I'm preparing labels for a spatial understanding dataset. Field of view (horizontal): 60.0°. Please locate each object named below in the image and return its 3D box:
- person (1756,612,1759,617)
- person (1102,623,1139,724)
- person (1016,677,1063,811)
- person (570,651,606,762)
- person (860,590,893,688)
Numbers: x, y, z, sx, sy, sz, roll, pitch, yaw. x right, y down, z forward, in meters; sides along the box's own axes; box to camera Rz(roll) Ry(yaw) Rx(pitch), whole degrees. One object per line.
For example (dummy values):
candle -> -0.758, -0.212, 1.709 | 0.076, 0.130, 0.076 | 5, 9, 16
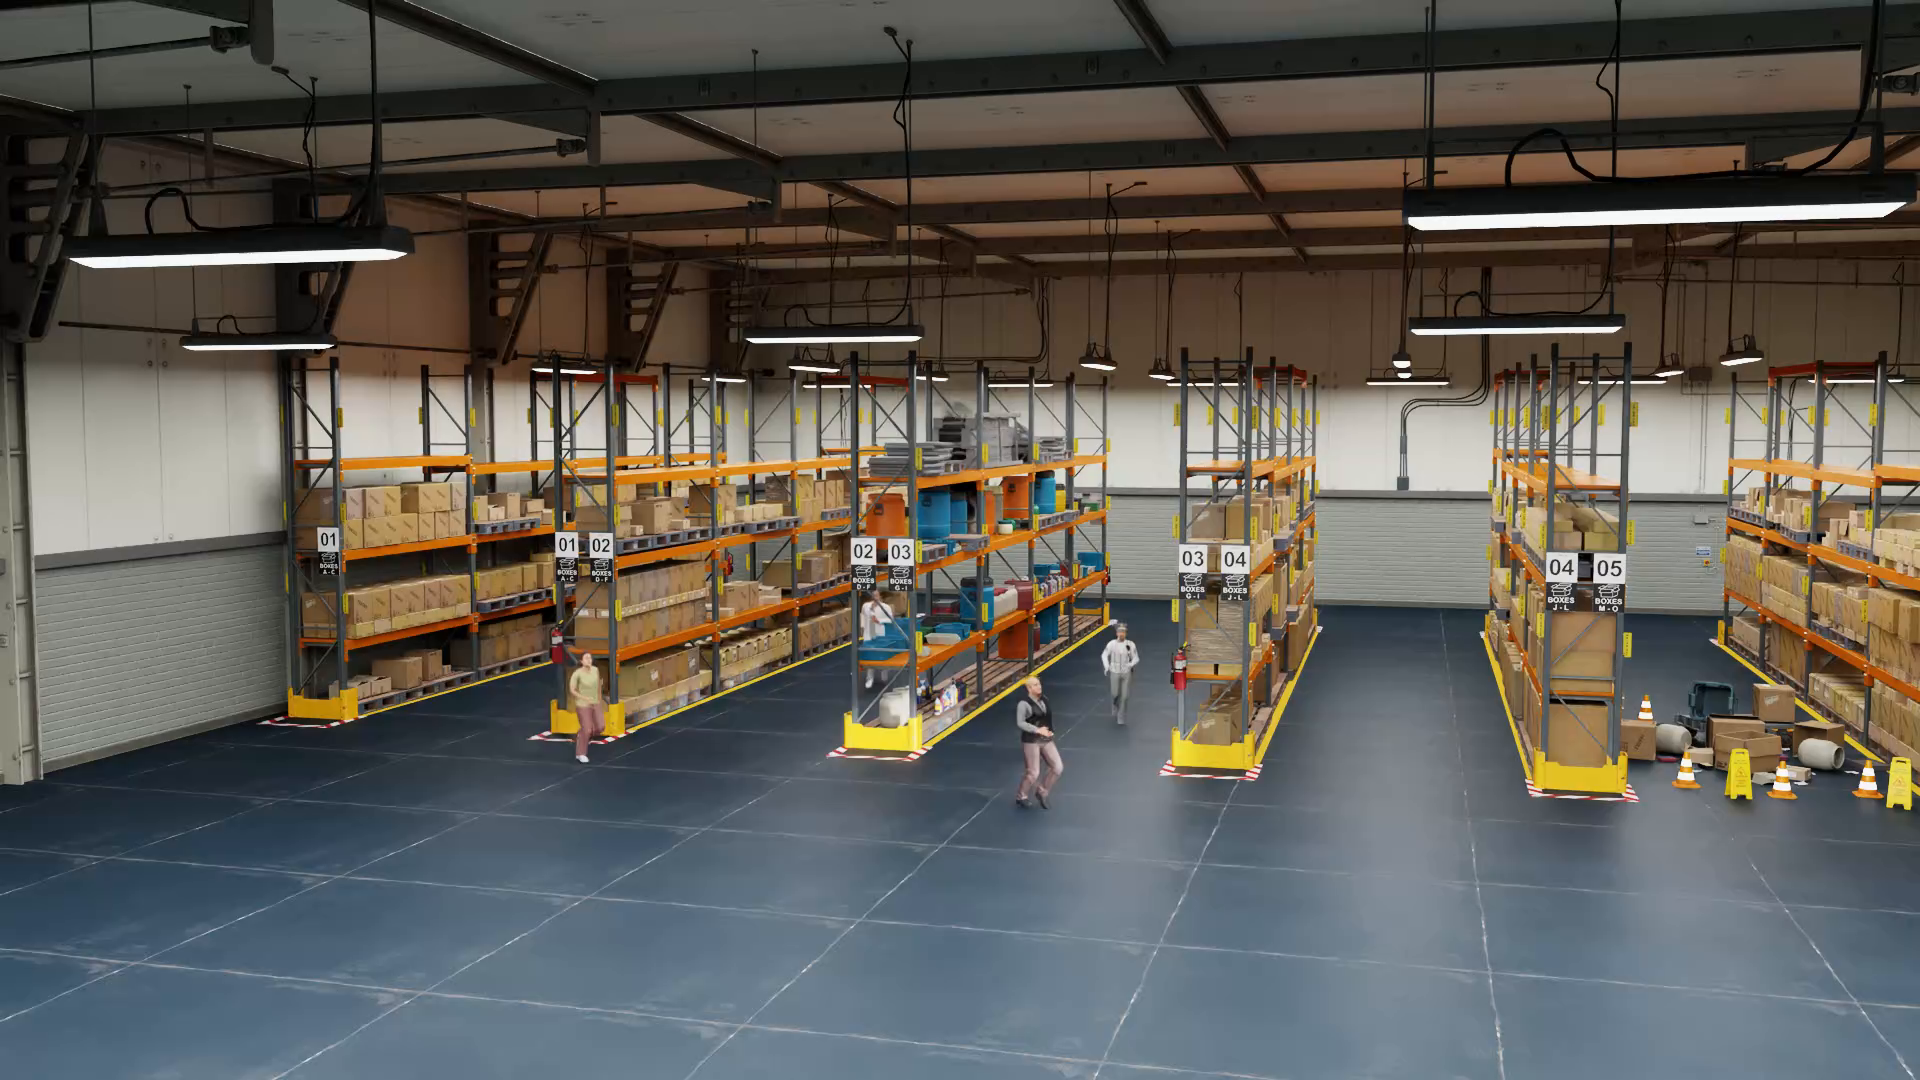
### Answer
person -> 18.241, 1.478, 37.623 | 0.540, 1.518, 0.658 | 3, 5, 36
person -> 2.624, 2.182, 27.182 | 0.608, 1.656, 0.540 | 0, 4, 4
person -> 0.992, 2.602, 21.215 | 0.664, 1.716, 0.670 | -4, 6, -40
person -> -5.423, 2.420, 24.247 | 0.601, 1.632, 0.600 | 4, 6, 43
person -> -1.561, 1.811, 30.971 | 0.699, 1.760, 1.064 | 1, 4, 13
